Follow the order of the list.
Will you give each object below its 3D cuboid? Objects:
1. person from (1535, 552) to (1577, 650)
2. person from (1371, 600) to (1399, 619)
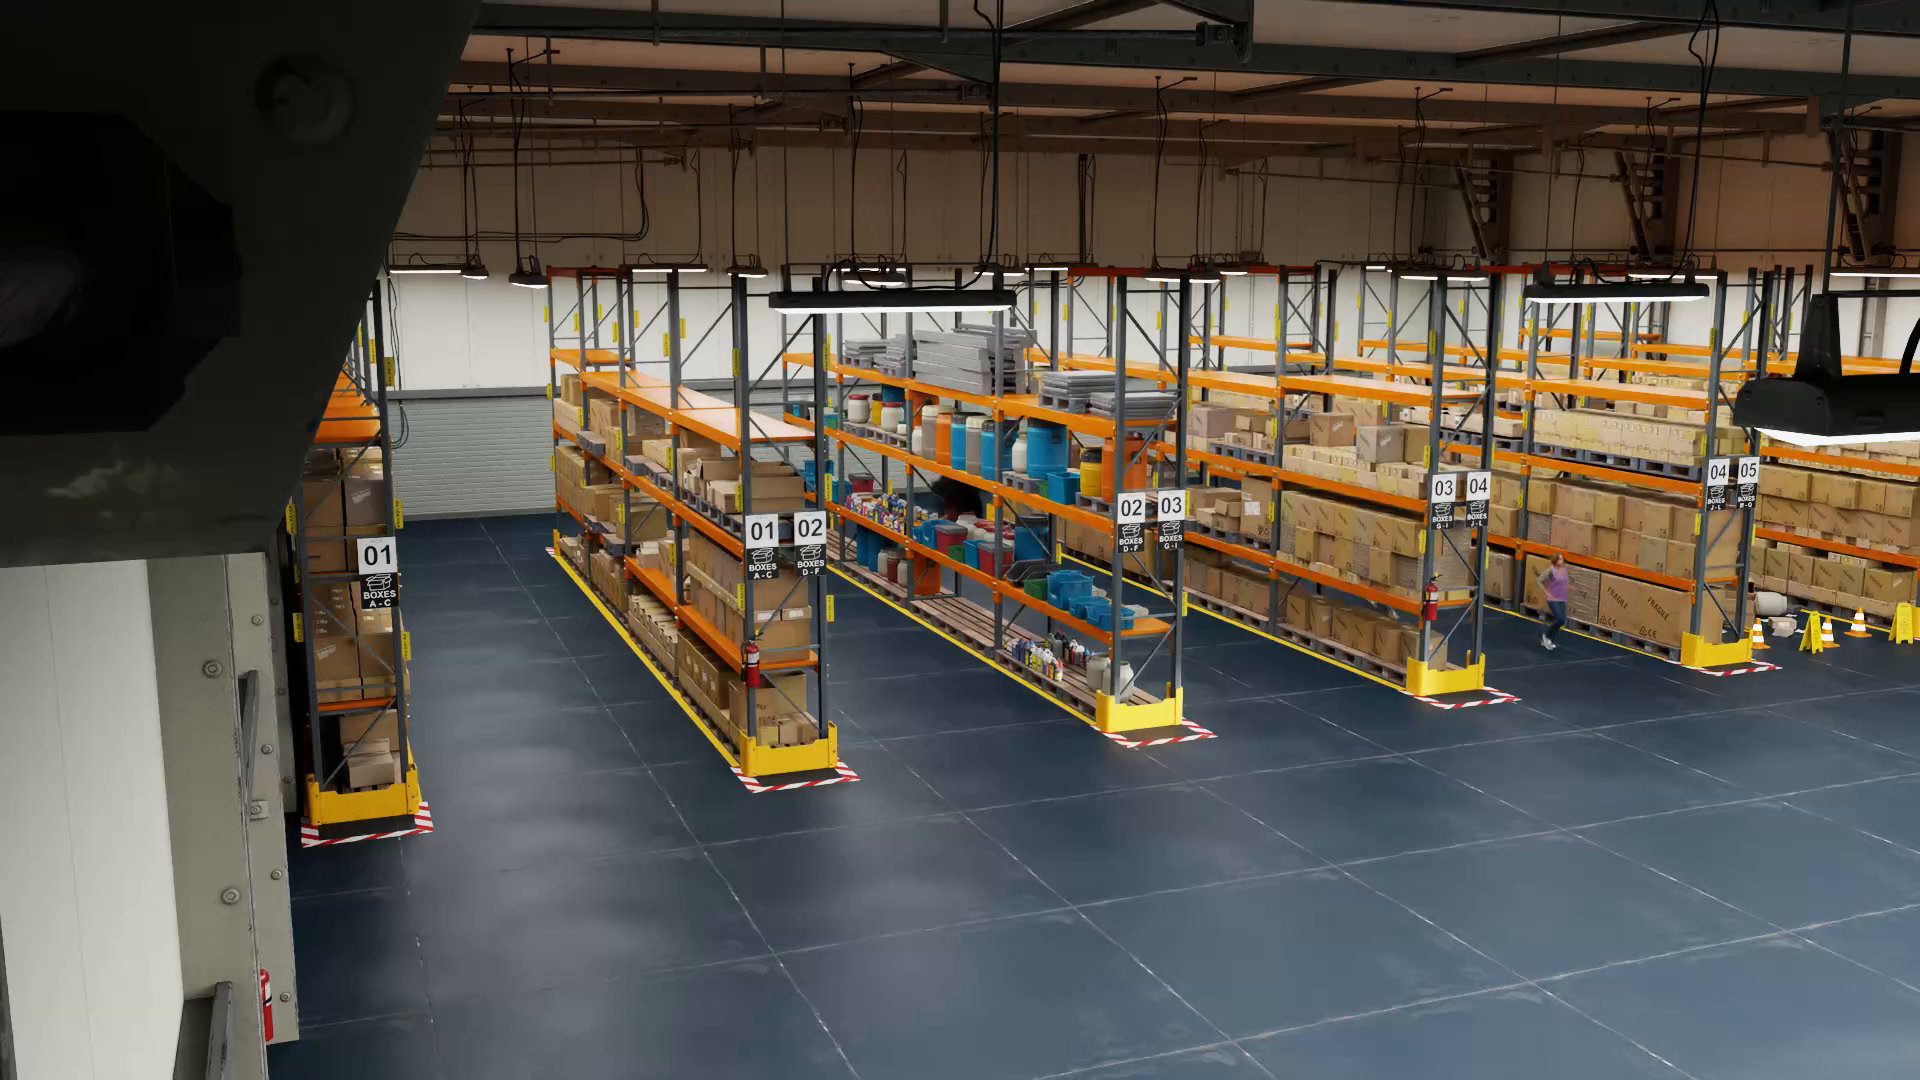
[{"bbox_3d":[9.499,0.980,26.436,0.522,1.569,0.592,-6,11,-29],"label":"person"},{"bbox_3d":[7.465,0.519,29.081,0.526,1.606,0.815,-4,11,-24],"label":"person"}]
